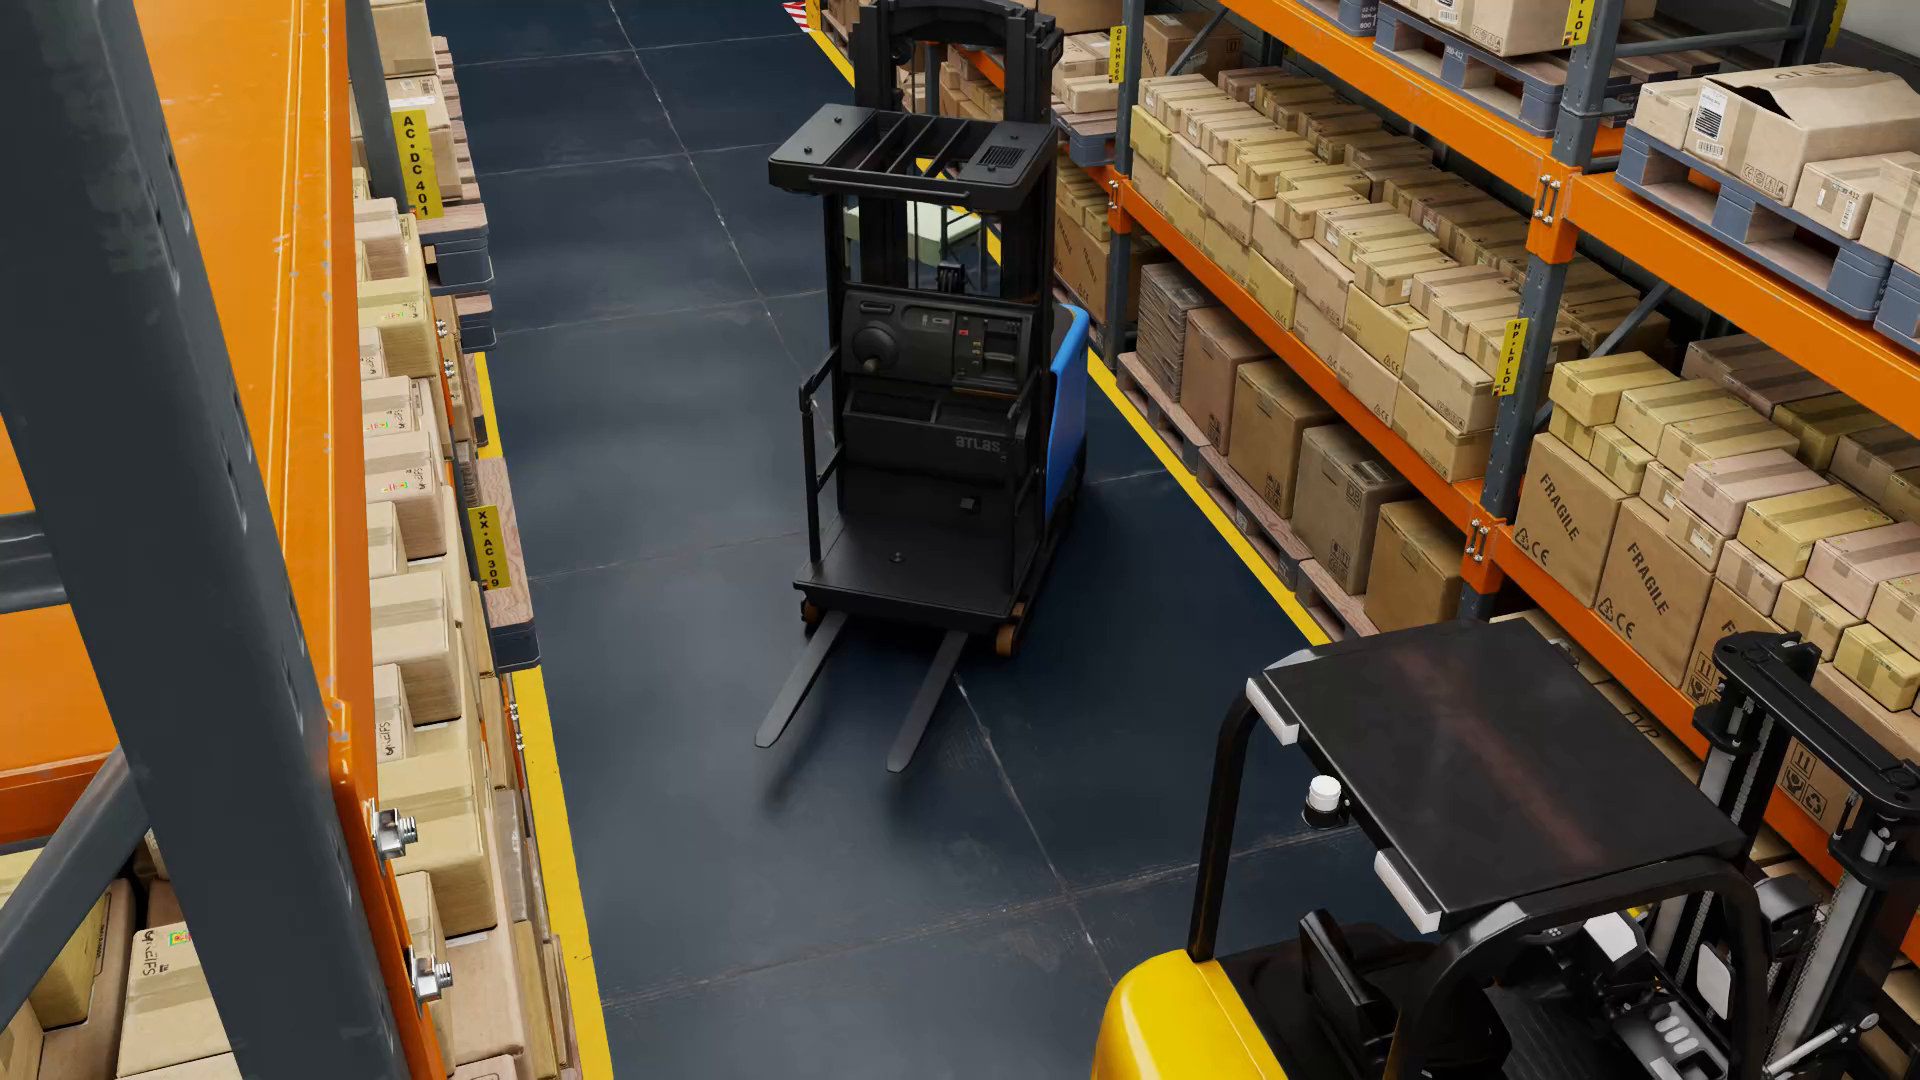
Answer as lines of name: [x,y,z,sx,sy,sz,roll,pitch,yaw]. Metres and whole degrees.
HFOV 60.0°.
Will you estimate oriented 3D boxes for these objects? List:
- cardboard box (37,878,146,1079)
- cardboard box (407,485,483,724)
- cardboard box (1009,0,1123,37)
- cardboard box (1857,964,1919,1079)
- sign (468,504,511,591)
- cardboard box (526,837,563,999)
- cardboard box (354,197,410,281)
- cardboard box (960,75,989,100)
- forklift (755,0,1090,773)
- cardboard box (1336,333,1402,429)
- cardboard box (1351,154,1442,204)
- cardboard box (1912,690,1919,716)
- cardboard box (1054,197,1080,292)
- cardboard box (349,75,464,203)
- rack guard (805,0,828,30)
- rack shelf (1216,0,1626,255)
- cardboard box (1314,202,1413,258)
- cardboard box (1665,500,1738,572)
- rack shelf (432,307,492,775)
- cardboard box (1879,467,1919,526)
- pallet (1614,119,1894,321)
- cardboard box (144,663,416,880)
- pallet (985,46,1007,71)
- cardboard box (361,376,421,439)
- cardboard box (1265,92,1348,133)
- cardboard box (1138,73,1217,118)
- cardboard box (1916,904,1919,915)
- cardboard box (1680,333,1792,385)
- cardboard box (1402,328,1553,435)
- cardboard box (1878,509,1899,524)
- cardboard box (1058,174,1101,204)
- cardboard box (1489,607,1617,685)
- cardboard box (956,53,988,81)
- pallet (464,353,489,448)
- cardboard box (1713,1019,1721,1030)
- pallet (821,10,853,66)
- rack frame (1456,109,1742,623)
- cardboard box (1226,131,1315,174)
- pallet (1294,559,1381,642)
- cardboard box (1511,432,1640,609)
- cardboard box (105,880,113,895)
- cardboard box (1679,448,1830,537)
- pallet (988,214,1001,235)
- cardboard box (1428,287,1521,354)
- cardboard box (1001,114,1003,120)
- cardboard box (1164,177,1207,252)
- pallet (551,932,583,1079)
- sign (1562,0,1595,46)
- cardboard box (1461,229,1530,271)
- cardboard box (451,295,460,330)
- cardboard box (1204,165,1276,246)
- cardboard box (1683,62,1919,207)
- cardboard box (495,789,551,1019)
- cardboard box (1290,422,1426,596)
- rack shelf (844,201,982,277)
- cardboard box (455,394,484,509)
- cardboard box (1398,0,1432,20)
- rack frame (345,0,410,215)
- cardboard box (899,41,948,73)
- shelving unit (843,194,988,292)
cardboard box: [-1.411,0.782,2.311,0.500,0.250,0.500,-10,35,-15]
cardboard box: [-1.222,0.158,3.256,0.500,0.250,0.500,-9,35,-14]
cardboard box: [0.753,-3.496,11.165,0.797,0.503,0.637,-11,35,-16]
cardboard box: [3.105,1.583,5.159,0.500,0.250,0.500,-10,35,-14]
sign: [-1.565,0.028,5.521,0.100,0.325,0.005,-10,35,-15]
cardboard box: [-1.643,1.409,5.649,0.500,0.500,0.500,-10,35,-15]
cardboard box: [-1.622,-0.741,4.254,0.380,0.149,0.250,-11,35,-16]
cardboard box: [0.221,-3.590,13.079,0.380,0.149,0.250,-11,35,-16]
forklift: [-0.171,-0.889,7.756,1.130,2.935,3.031,9,34,13]
cardboard box: [2.086,-0.773,7.655,0.500,0.250,0.500,-10,35,-15]
cardboard box: [2.206,-1.825,8.431,0.380,0.149,0.250,-9,35,-13]
cardboard box: [3.090,0.485,4.935,0.380,0.149,0.250,-10,35,-15]
cardboard box: [0.951,-2.035,11.314,0.500,0.500,0.500,-11,35,-15]
cardboard box: [-1.875,-1.254,5.280,0.500,0.250,0.500,-11,35,-16]
rack guard: [-0.990,-5.570,17.045,1.175,0.500,0.348,-10,35,-15]
rack shelf: [2.037,-2.353,7.842,1.077,0.370,4.000,-10,35,-15]
cardboard box: [1.913,-1.472,7.898,0.380,0.149,0.250,-10,35,-14]
cardboard box: [2.685,-0.043,5.735,0.380,0.149,0.250,-9,35,-14]
rack shelf: [-1.469,0.583,3.397,1.077,0.370,4.000,-10,35,-15]
cardboard box: [3.359,-0.136,5.605,0.380,0.149,0.250,-11,35,-15]
pallet: [2.932,-1.123,5.408,1.003,0.211,1.213,-10,35,-15]
cardboard box: [-1.055,0.355,2.595,0.380,0.149,0.250,-10,35,-15]
pallet: [0.829,-3.392,11.656,1.003,0.211,1.213,-10,35,-15]
cardboard box: [-1.314,-0.195,3.428,0.380,0.149,0.250,-10,35,-14]
cardboard box: [1.926,-2.363,9.245,0.380,0.149,0.250,-10,35,-15]
cardboard box: [1.244,-2.548,9.525,0.380,0.149,0.250,-9,35,-13]
cardboard box: [3.161,0.949,4.821,0.500,0.500,0.500,-11,35,-16]
cardboard box: [3.032,-0.672,6.416,0.380,0.149,0.250,-10,35,-15]
cardboard box: [2.254,-0.713,7.110,0.500,0.250,0.500,-11,35,-16]
cardboard box: [3.275,0.003,5.665,0.380,0.149,0.250,-9,34,-13]
cardboard box: [0.884,-2.356,11.211,0.380,0.149,0.250,-11,35,-16]
cardboard box: [2.496,0.510,6.784,0.500,0.250,0.500,-11,35,-15]
cardboard box: [0.188,-3.718,13.003,0.380,0.149,0.250,-12,35,-17]
pallet: [-3.468,-0.879,10.208,1.003,0.211,1.213,-10,35,-15]
cardboard box: [2.957,1.731,5.843,0.500,0.250,0.500,-9,34,-13]
pallet: [-0.746,-5.031,16.491,1.003,0.211,1.213,-10,35,-15]
rack frame: [2.647,-0.352,6.881,1.000,3.000,0.127,-10,35,-15]
cardboard box: [1.626,-2.015,8.719,0.380,0.149,0.250,-10,35,-14]
pallet: [2.385,0.431,8.226,1.003,0.211,1.213,-10,35,-15]
cardboard box: [2.534,-0.117,6.435,0.500,0.500,0.500,-11,35,-16]
cardboard box: [-1.477,0.433,2.477,0.380,0.149,0.250,-10,35,-15]
cardboard box: [2.695,-0.164,5.648,0.380,0.149,0.250,-9,35,-14]
pallet: [0.867,-2.326,12.399,1.003,0.211,1.213,-10,35,-15]
cardboard box: [2.235,-0.939,7.090,0.380,0.149,0.250,-11,35,-15]
cardboard box: [0.521,-3.047,12.258,0.380,0.149,0.250,-9,34,-13]
cardboard box: [1.478,-1.851,9.285,0.500,0.250,0.500,-11,35,-16]
pallet: [-1.840,1.995,5.859,1.003,0.211,1.213,-10,35,-15]
sign: [2.133,-1.854,5.679,0.100,0.325,0.005,-10,35,-15]
cardboard box: [2.539,-1.297,7.632,0.380,0.149,0.250,-10,35,-15]
cardboard box: [-2.572,-1.230,7.469,0.500,0.500,0.500,-12,35,-18]
cardboard box: [1.624,-1.783,8.730,0.500,0.250,0.500,-11,35,-16]
cardboard box: [2.669,-1.305,5.213,0.500,0.311,0.500,-9,35,-14]
cardboard box: [-1.380,1.051,4.398,0.500,0.500,0.500,-9,35,-13]
cardboard box: [2.248,-0.217,8.450,0.875,0.625,0.625,-10,35,-15]
rack shelf: [-0.259,-1.725,9.611,0.720,0.370,0.431,24,40,31]
cardboard box: [-1.949,-0.151,5.835,0.500,0.500,0.500,-9,35,-14]
cardboard box: [2.022,-2.242,6.777,0.380,0.149,0.250,-10,35,-15]
rack frame: [-2.079,-2.018,3.961,1.000,3.000,0.127,-10,35,-15]
cardboard box: [-0.377,-4.447,14.965,0.700,0.500,0.500,-11,35,-17]
shelving unit: [-0.260,-1.399,9.825,0.755,1.500,0.431,24,40,31]
